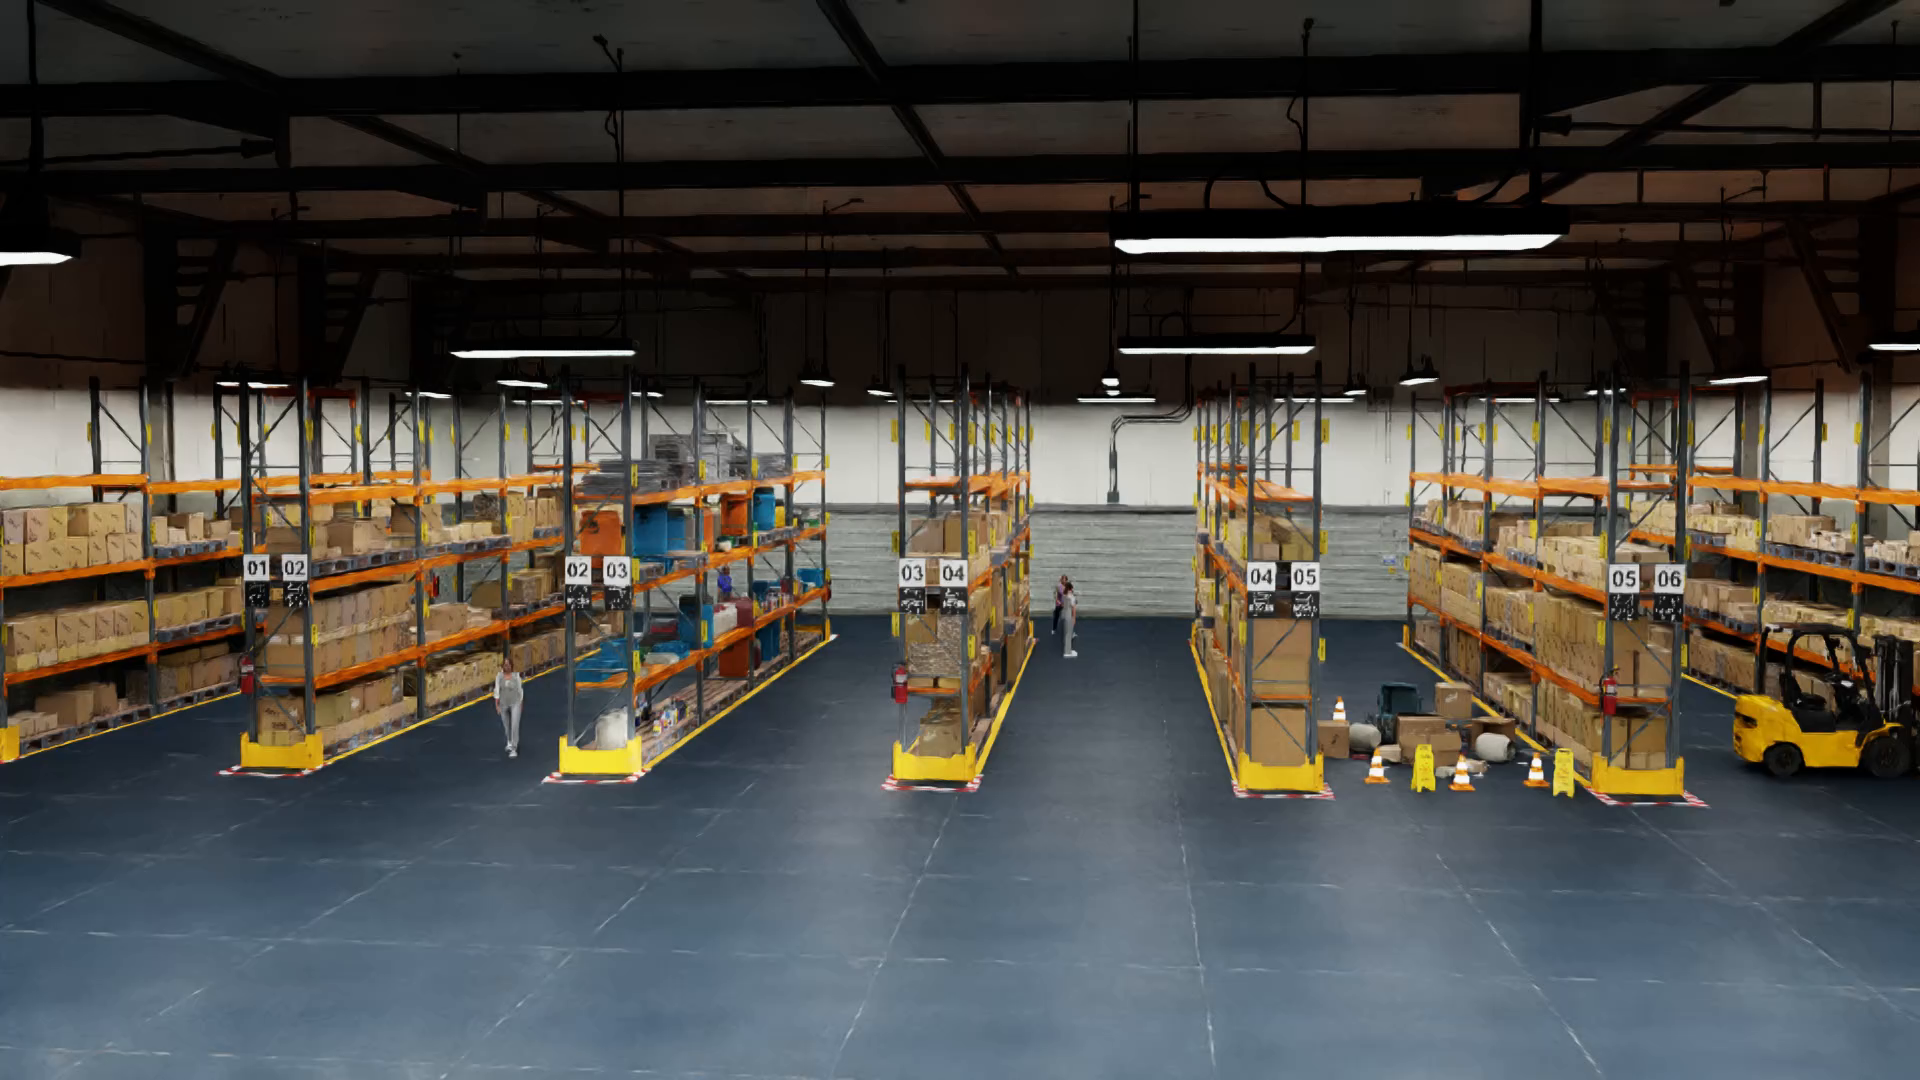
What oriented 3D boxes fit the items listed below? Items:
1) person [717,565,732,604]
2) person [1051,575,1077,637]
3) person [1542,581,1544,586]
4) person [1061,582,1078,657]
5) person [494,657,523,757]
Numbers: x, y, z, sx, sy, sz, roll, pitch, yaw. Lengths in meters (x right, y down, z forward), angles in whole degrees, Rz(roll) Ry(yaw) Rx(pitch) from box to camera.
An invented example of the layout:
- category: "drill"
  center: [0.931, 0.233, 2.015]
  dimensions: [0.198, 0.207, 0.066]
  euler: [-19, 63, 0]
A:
- category: "person"
  center: [-5.962, 1.446, 42.441]
  dimensions: [0.556, 1.650, 0.700]
  euler: [3, 5, 42]
- category: "person"
  center: [2.533, 1.600, 40.940]
  dimensions: [0.561, 1.525, 0.788]
  euler: [-1, 4, -12]
- category: "person"
  center: [13.057, 1.734, 37.403]
  dimensions: [0.539, 1.777, 0.603]
  euler: [2, 4, 24]
- category: "person"
  center: [2.472, 1.764, 37.227]
  dimensions: [0.441, 1.675, 0.496]
  euler: [-2, 4, -25]
- category: "person"
  center: [-7.000, 2.567, 25.801]
  dimensions: [0.412, 1.530, 0.955]
  euler: [0, 4, -2]
